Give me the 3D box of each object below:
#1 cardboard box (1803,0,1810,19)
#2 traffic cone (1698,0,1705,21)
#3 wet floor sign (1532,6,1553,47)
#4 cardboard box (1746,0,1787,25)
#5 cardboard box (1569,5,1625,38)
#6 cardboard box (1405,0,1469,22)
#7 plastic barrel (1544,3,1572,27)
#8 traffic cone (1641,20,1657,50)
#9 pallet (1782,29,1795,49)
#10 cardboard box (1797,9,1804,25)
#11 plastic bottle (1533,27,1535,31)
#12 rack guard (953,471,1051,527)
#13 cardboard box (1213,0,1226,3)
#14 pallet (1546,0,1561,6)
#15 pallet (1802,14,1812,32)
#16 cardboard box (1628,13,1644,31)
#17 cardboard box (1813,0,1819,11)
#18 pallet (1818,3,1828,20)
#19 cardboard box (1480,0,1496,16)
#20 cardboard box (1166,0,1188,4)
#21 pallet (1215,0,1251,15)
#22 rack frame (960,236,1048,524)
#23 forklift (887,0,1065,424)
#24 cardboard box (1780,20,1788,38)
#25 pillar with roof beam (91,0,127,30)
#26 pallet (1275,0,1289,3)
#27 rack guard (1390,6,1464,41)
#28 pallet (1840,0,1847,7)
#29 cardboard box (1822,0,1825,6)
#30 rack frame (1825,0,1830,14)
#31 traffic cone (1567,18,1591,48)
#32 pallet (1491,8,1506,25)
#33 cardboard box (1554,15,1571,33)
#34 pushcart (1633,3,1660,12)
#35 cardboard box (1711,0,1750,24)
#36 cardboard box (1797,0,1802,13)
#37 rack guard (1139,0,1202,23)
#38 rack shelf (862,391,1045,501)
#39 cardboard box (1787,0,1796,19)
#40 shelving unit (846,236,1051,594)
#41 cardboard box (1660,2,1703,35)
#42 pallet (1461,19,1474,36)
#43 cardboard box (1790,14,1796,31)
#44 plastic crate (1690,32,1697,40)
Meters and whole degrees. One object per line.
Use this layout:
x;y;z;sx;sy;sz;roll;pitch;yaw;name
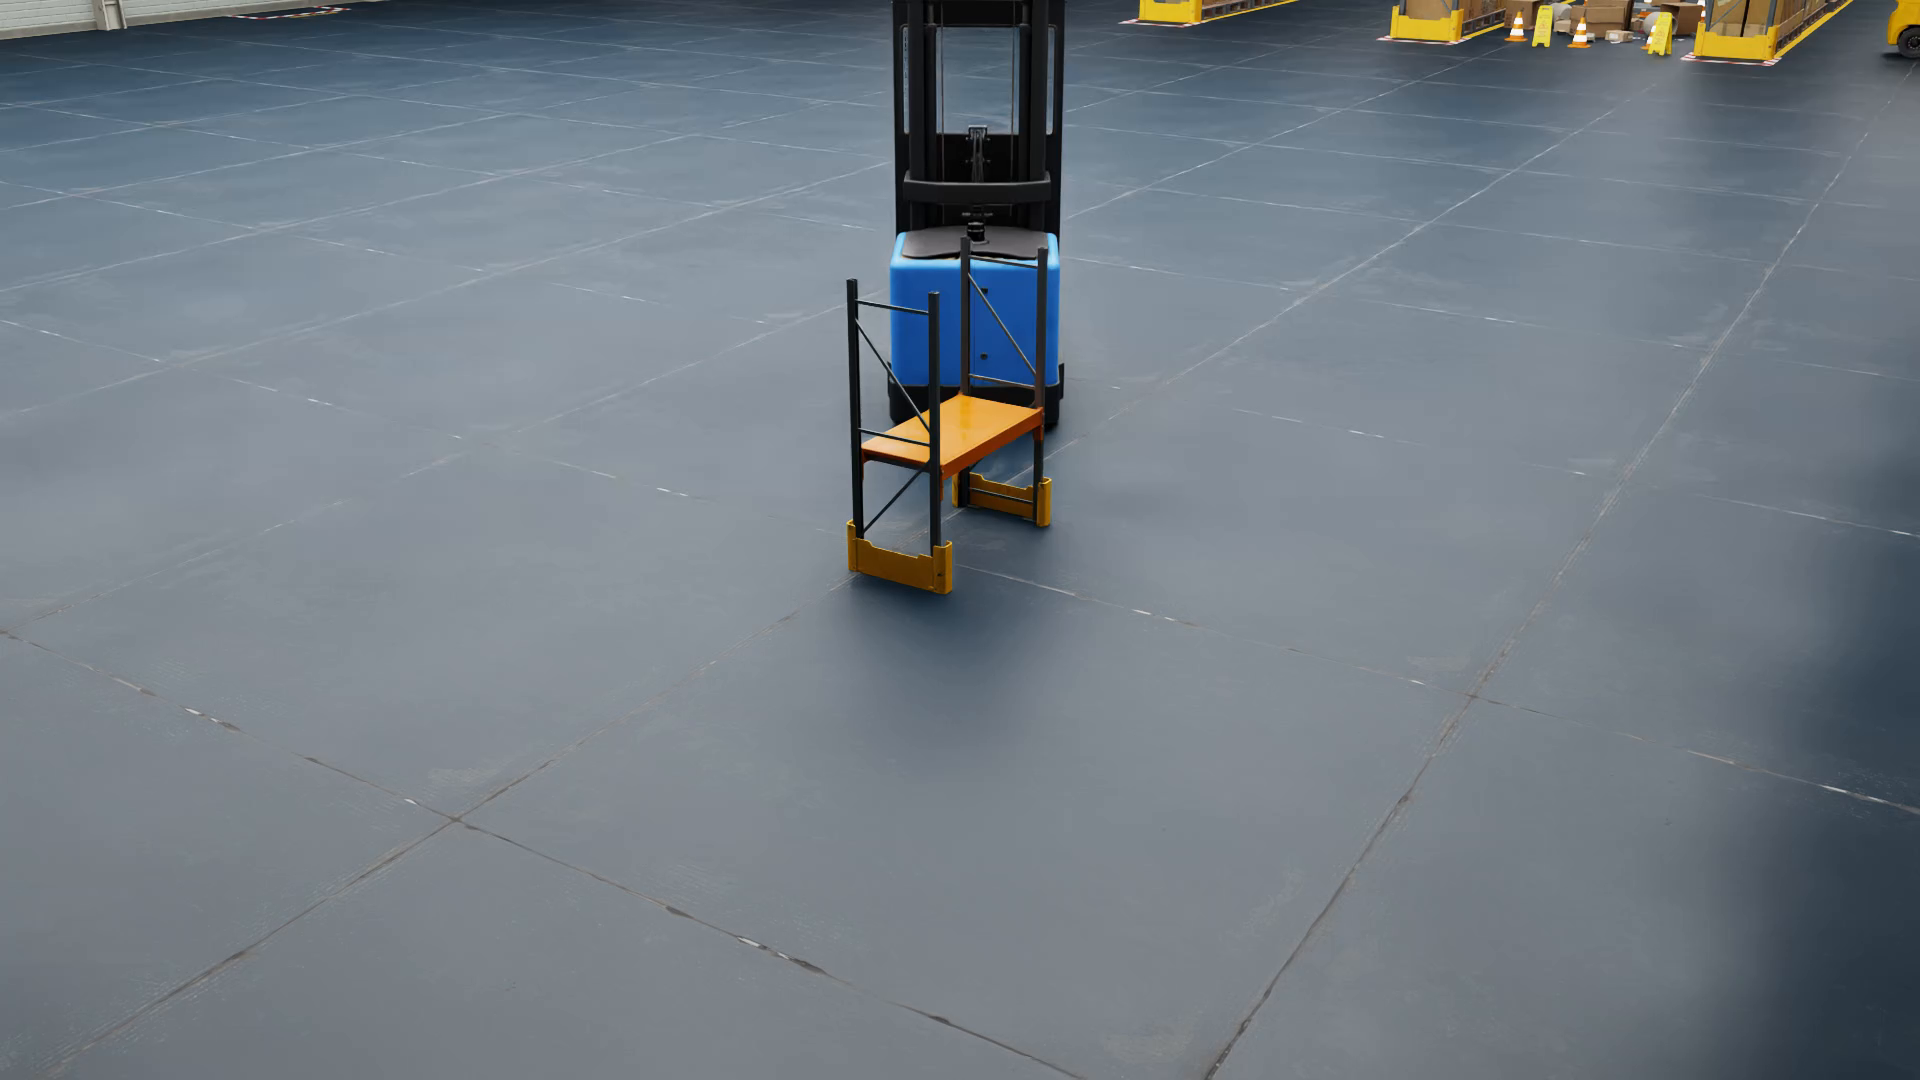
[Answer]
14.732;-9.612;29.957;0.950;0.372;0.625;14;27;30;cardboard box
13.922;-9.996;31.257;0.336;0.463;0.334;14;27;29;traffic cone
9.756;-8.596;27.794;0.267;0.644;0.232;9;25;20;wet floor sign
13.020;-8.595;26.818;0.500;0.500;0.500;13;27;27;cardboard box
11.123;-9.076;29.081;0.797;0.503;0.637;-3;24;-7;cardboard box
8.391;-9.561;29.207;0.875;0.875;0.875;14;27;29;cardboard box
10.904;-9.564;30.311;0.421;0.421;0.512;-7;24;-17;plastic barrel
11.479;-8.349;27.454;0.336;0.463;0.334;14;27;29;traffic cone
13.491;-8.521;28.167;1.003;0.211;1.213;14;27;29;pallet
14.374;-9.123;28.980;0.500;0.250;0.500;15;28;31;cardboard box
10.458;-9.197;29.917;0.283;0.061;0.133;5;24;11;plastic bottle
0.222;-0.257;9.029;0.587;0.250;0.087;14;27;29;rack guard
4.905;-10.844;32.640;0.500;0.500;0.500;17;29;34;cardboard box
11.829;-11.271;34.520;1.003;0.211;1.213;14;27;29;pallet
14.867;-9.431;30.270;1.003;0.211;1.213;14;27;29;pallet
12.205;-9.368;30.055;0.258;0.266;0.396;-3;24;-7;cardboard box
15.474;-10.091;31.062;0.950;0.372;0.625;15;28;31;cardboard box
16.154;-10.255;32.172;1.003;0.211;1.213;14;27;29;pallet
9.336;-10.166;30.603;0.875;0.875;0.875;14;27;29;cardboard box
4.272;-10.427;31.679;0.500;0.500;0.500;20;30;38;cardboard box
5.072;-10.597;32.964;1.003;0.211;1.213;14;27;29;pallet
0.223;-0.831;8.782;0.500;1.500;0.032;14;27;29;rack frame
0.125;-2.598;11.061;1.130;2.935;3.031;1;23;1;forklift
13.284;-8.414;27.342;0.500;0.250;0.500;15;28;31;cardboard box
-11.734;-12.507;26.313;9.100;9.000;0.400;14;27;29;pillar with roof beam
6.448;-11.508;35.067;1.003;0.211;1.213;14;27;29;pallet
8.076;-8.946;28.785;1.175;0.500;0.348;14;27;29;rack guard
17.692;-11.179;34.306;1.003;0.211;1.213;14;27;29;pallet
16.261;-10.596;32.230;0.950;0.372;0.625;12;26;25;cardboard box
16.568;-11.798;32.227;1.000;3.000;0.127;14;27;29;rack frame
10.356;-8.467;27.726;0.336;0.463;0.334;14;27;29;traffic cone
9.731;-9.931;31.425;1.003;0.211;1.213;14;27;29;pallet
10.857;-9.230;29.737;0.396;0.266;0.258;20;30;38;cardboard box
12.494;-9.705;30.694;1.648;0.377;0.936;5;24;11;pushcart
12.549;-8.698;27.055;0.500;0.500;0.500;14;27;29;cardboard box
14.107;-9.295;28.434;0.500;0.500;0.500;14;27;30;cardboard box
3.969;-10.053;31.343;1.175;0.500;0.348;14;27;29;rack guard
-0.045;-0.494;8.457;0.538;0.185;1.000;14;27;29;rack shelf
13.564;-8.940;27.614;0.500;0.500;0.500;14;27;30;cardboard box
-0.040;-0.663;8.393;0.587;1.500;1.083;14;27;29;shelving unit
12.736;-9.225;29.428;0.500;0.500;0.500;-7;24;-17;cardboard box
8.444;-9.108;29.522;1.003;0.211;1.213;14;27;29;pallet
13.830;-8.770;28.166;0.500;0.250;0.500;14;27;30;cardboard box
12.933;-8.750;28.861;0.402;0.080;0.583;5;24;11;plastic crate
